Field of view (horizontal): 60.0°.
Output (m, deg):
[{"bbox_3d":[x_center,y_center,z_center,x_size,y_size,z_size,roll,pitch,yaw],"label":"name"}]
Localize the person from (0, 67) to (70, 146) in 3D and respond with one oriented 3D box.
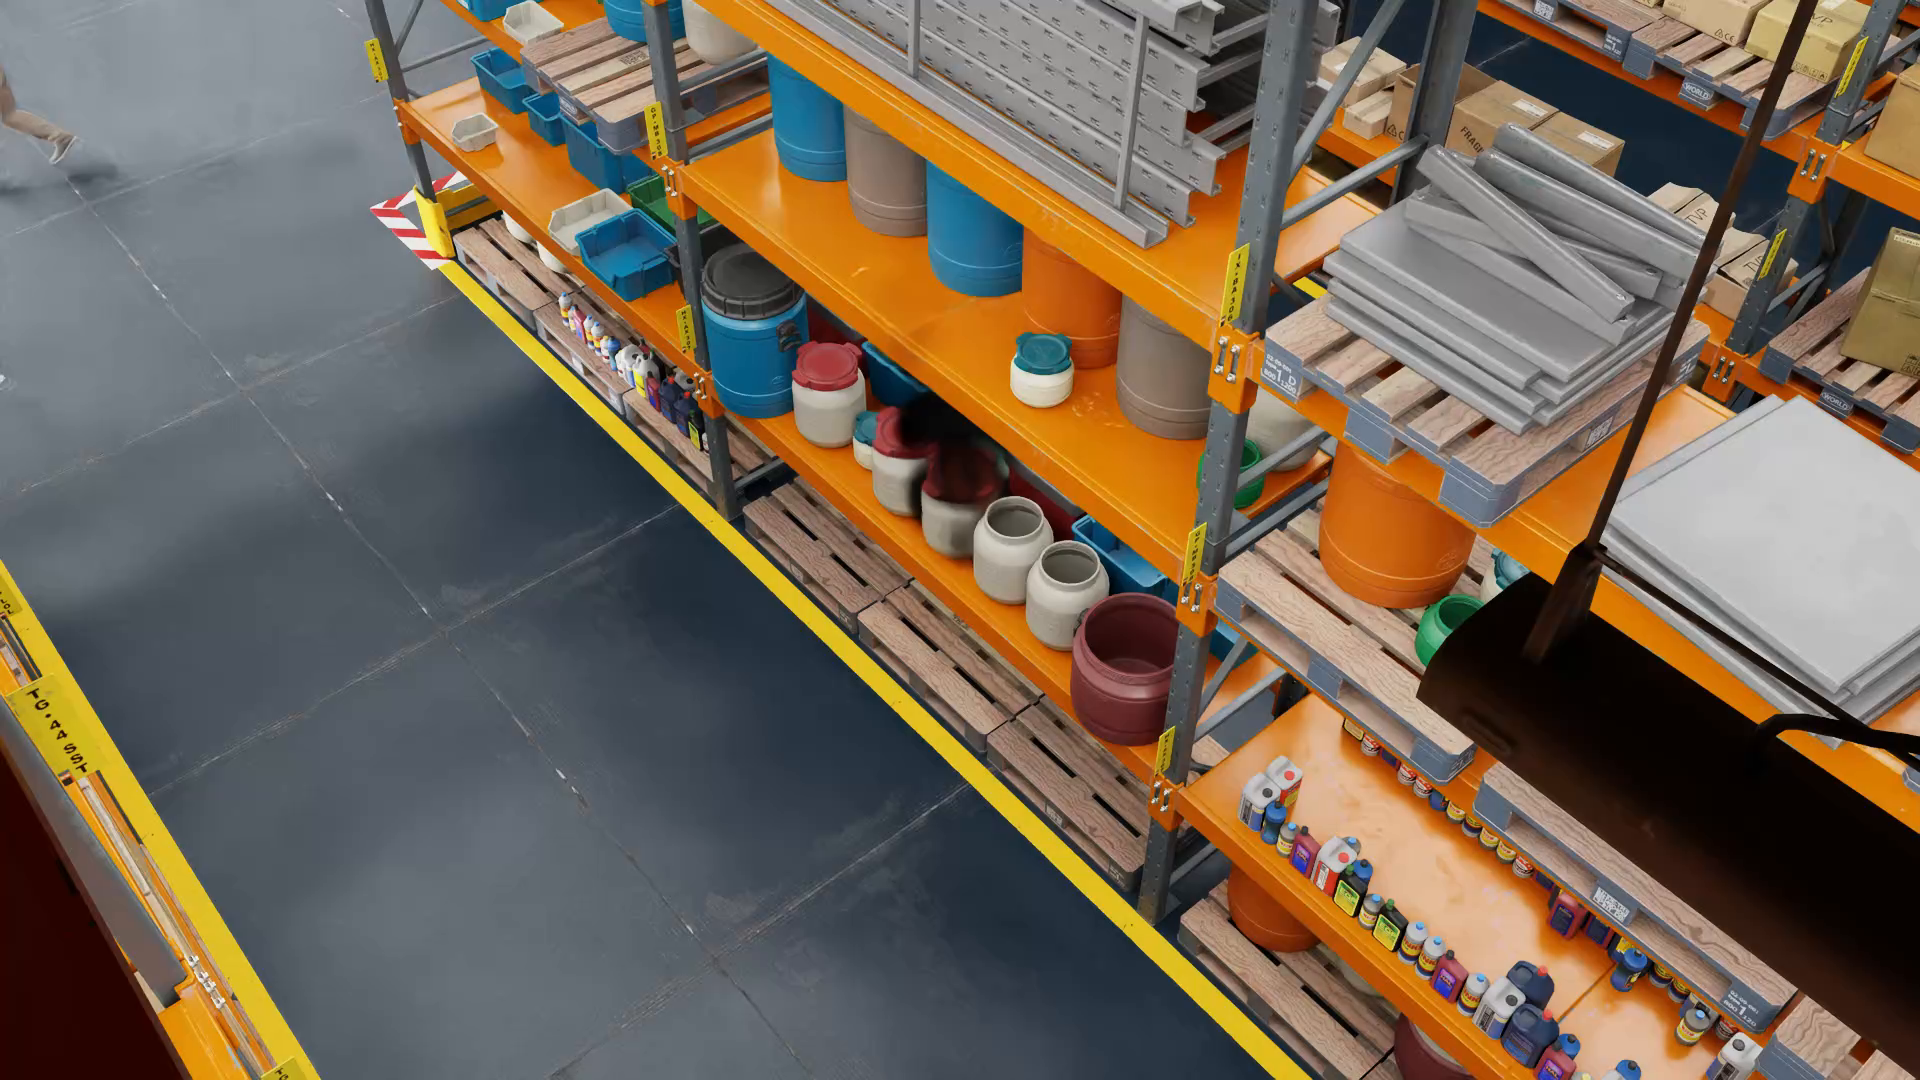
[{"bbox_3d":[-7.714,-3.606,13.256,0.776,1.418,0.636,-11,47,-10],"label":"person"}]
